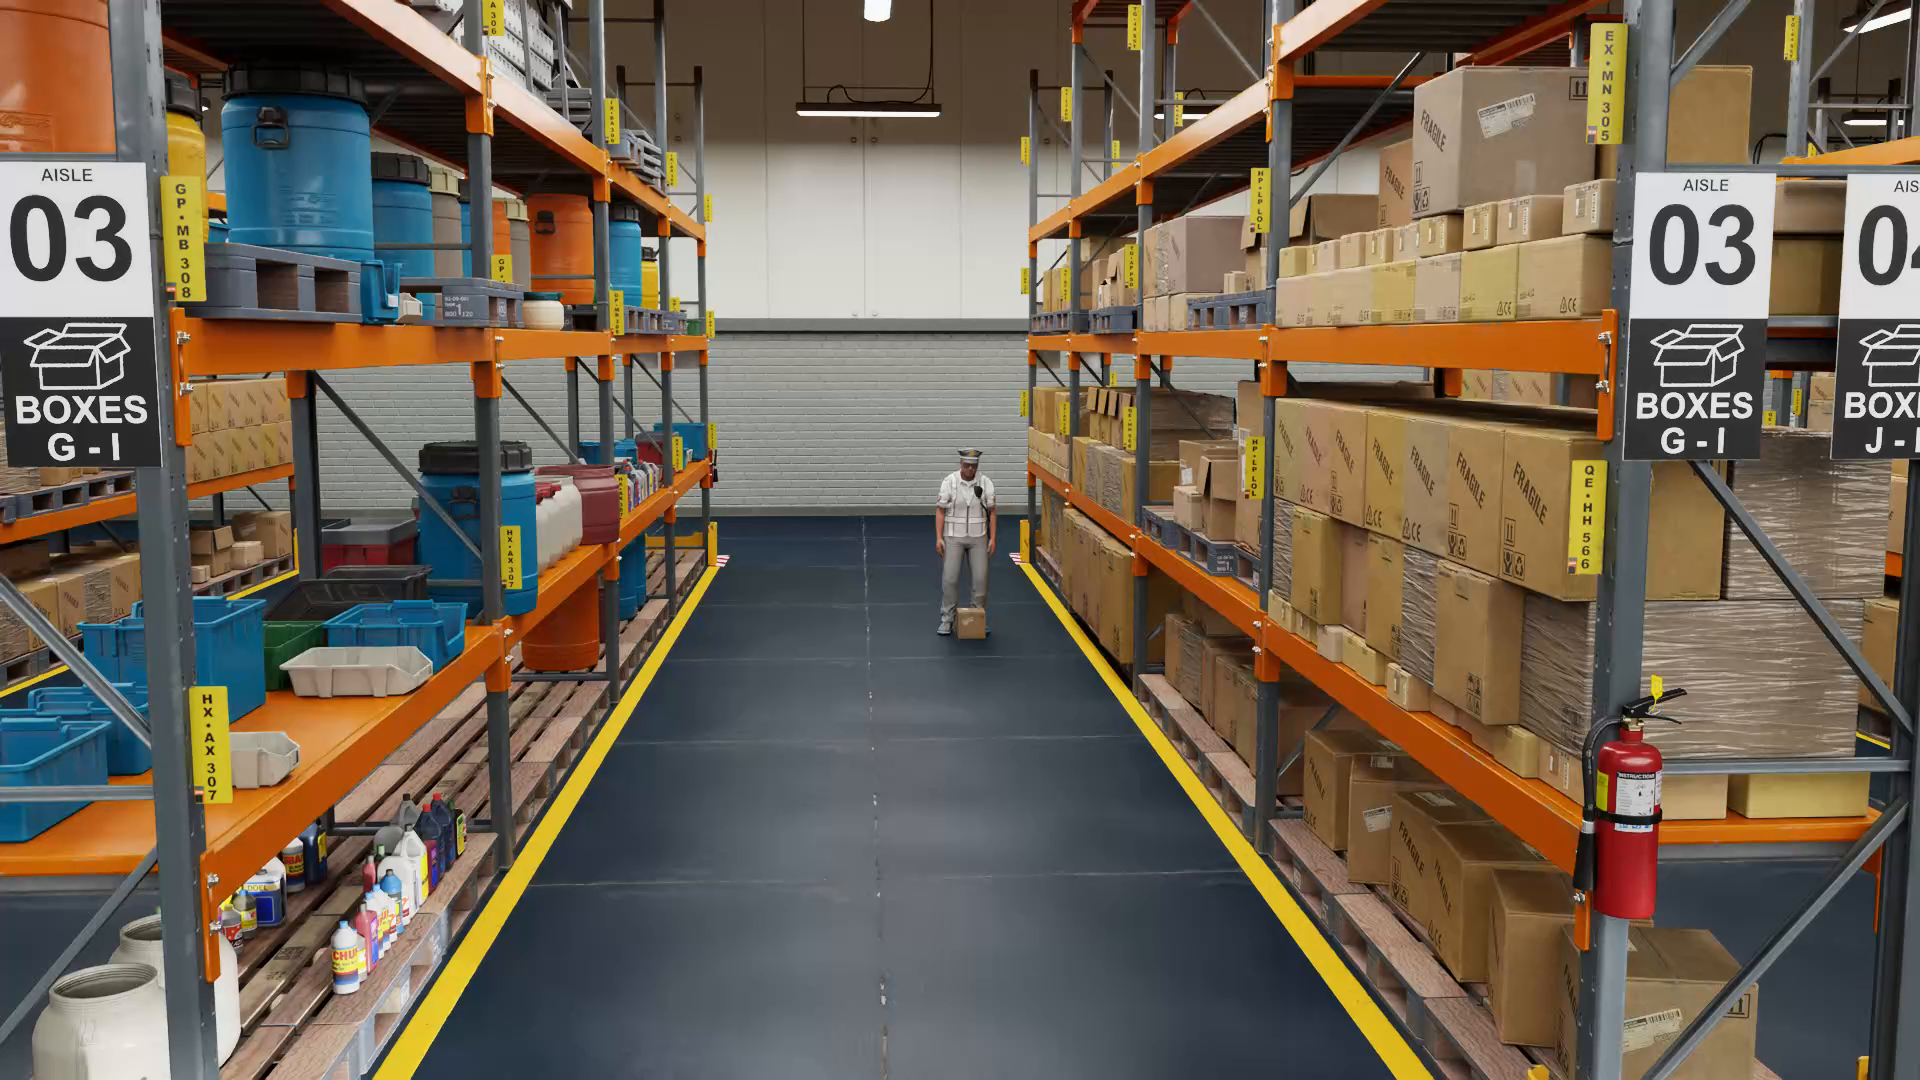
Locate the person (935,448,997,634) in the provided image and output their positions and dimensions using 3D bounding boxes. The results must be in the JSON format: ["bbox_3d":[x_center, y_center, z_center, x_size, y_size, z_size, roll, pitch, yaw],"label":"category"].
[{"bbox_3d":[0.057,0.000,15.714,0.584,1.747,0.440,-1,7,-6],"label":"person"}]
